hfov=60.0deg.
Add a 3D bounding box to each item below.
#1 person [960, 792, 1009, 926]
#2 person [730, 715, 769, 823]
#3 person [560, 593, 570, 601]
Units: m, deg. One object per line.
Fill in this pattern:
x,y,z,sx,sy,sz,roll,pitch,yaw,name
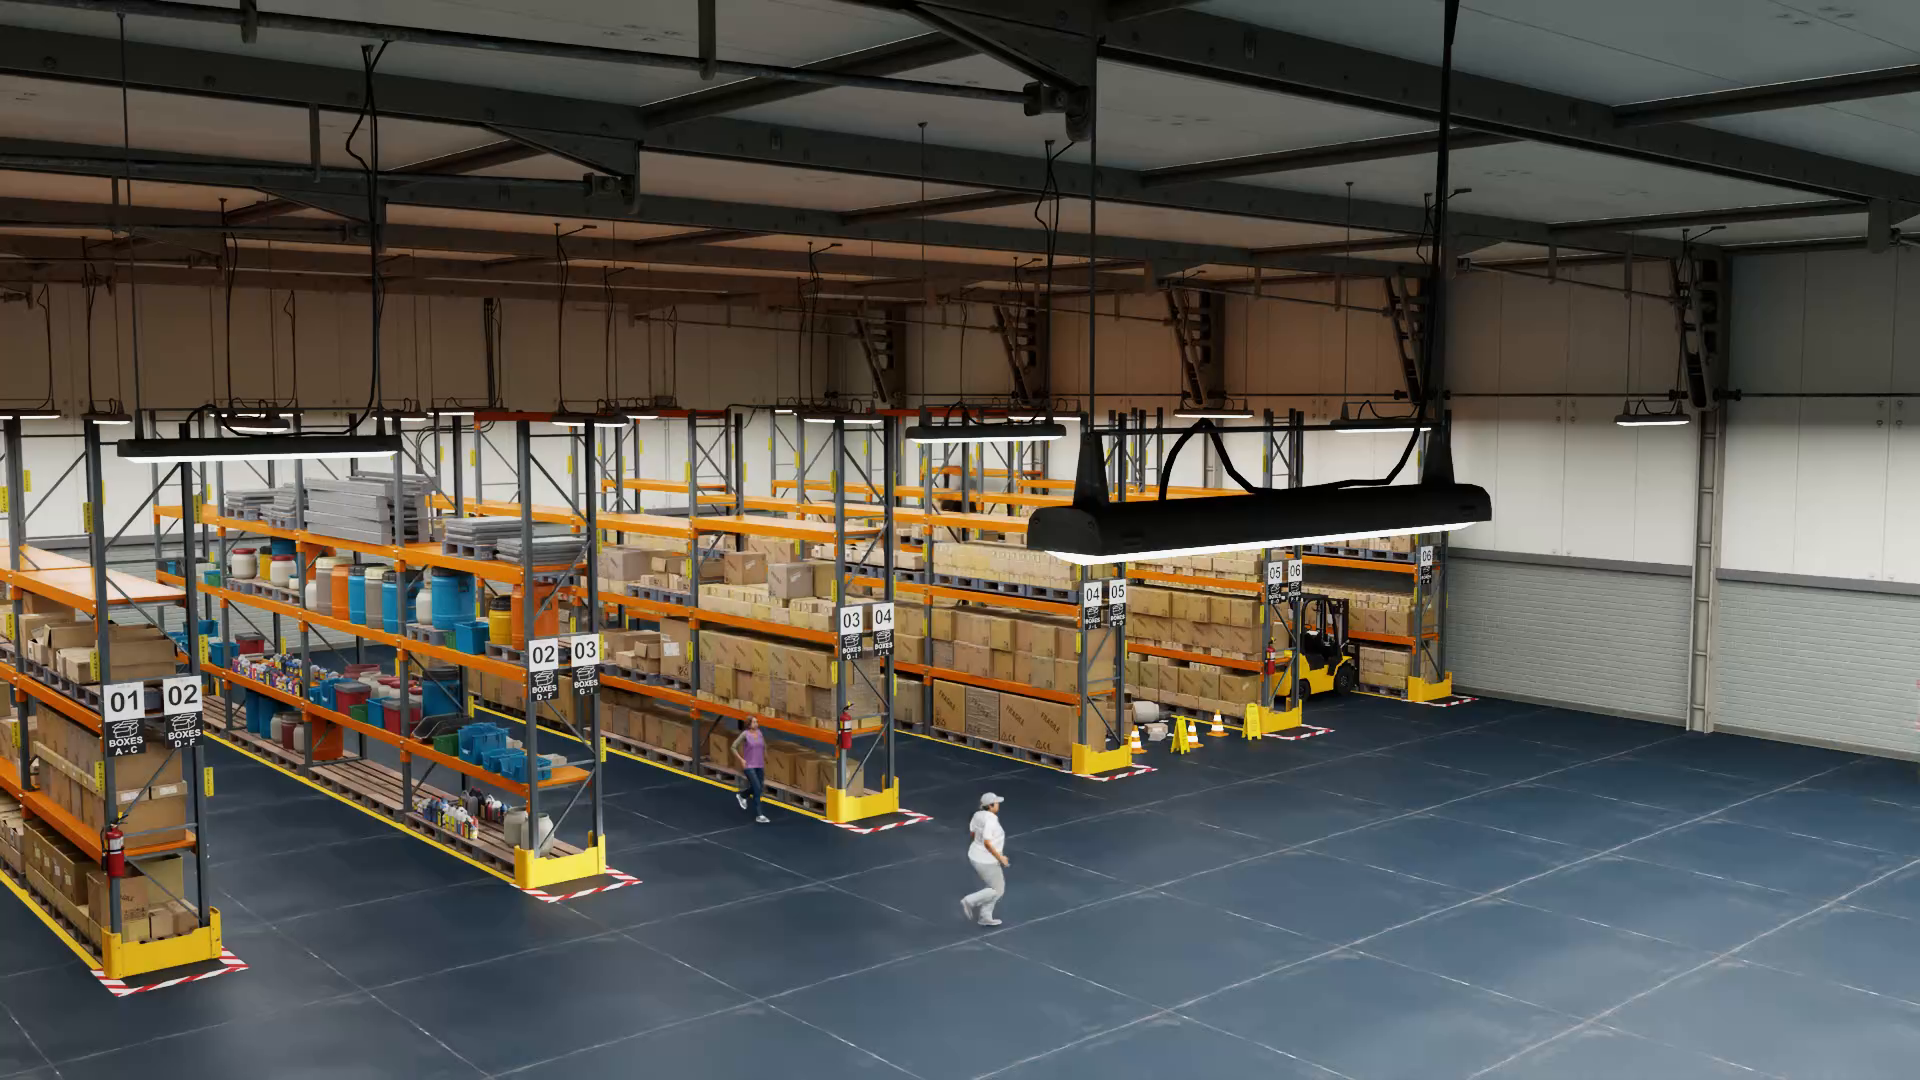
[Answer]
0.243,3.802,19.733,0.586,1.619,0.593,-2,5,-20,person
-3.109,3.375,24.696,0.810,1.555,0.554,5,7,44,person
-9.314,2.035,38.848,0.575,1.765,0.849,-1,5,-13,person
